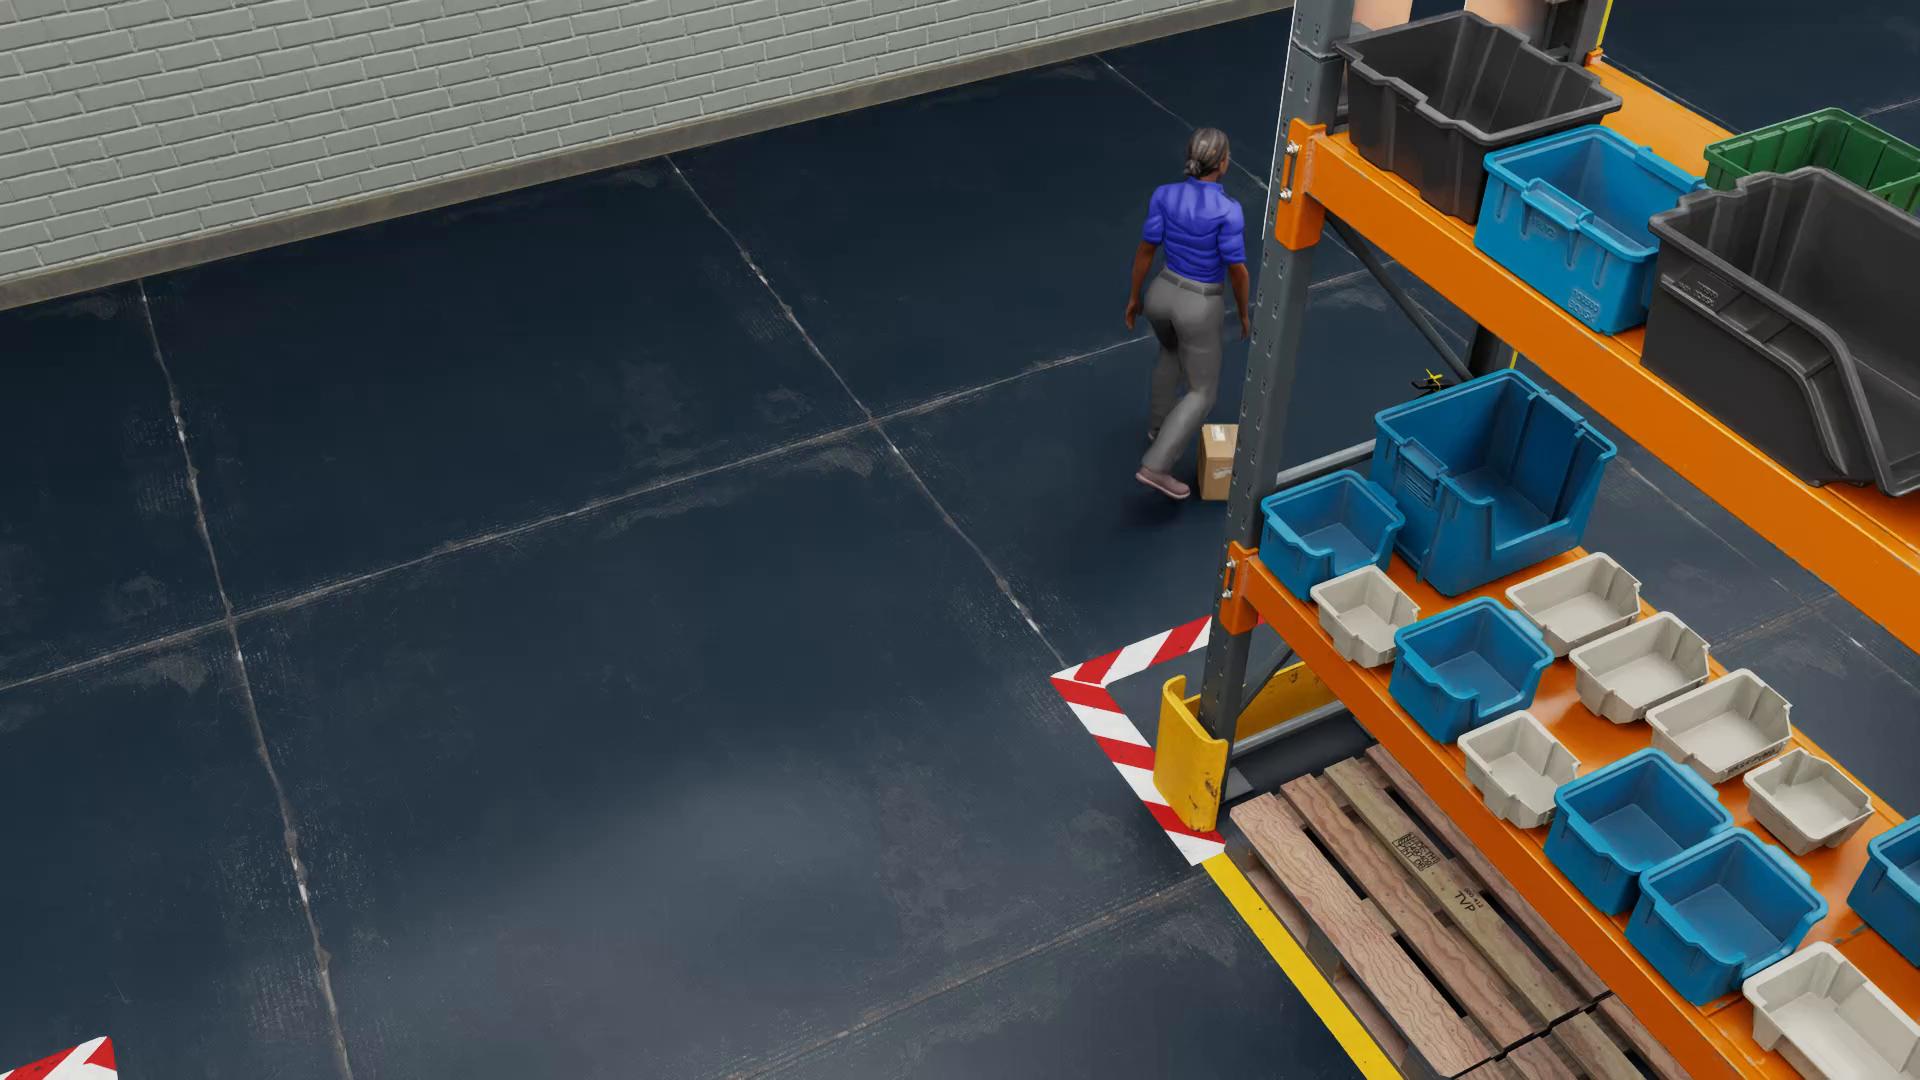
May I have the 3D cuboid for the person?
[{"bbox_3d":[0.941,-0.963,7.251,0.549,1.607,0.768,28,48,28],"label":"person"}]
